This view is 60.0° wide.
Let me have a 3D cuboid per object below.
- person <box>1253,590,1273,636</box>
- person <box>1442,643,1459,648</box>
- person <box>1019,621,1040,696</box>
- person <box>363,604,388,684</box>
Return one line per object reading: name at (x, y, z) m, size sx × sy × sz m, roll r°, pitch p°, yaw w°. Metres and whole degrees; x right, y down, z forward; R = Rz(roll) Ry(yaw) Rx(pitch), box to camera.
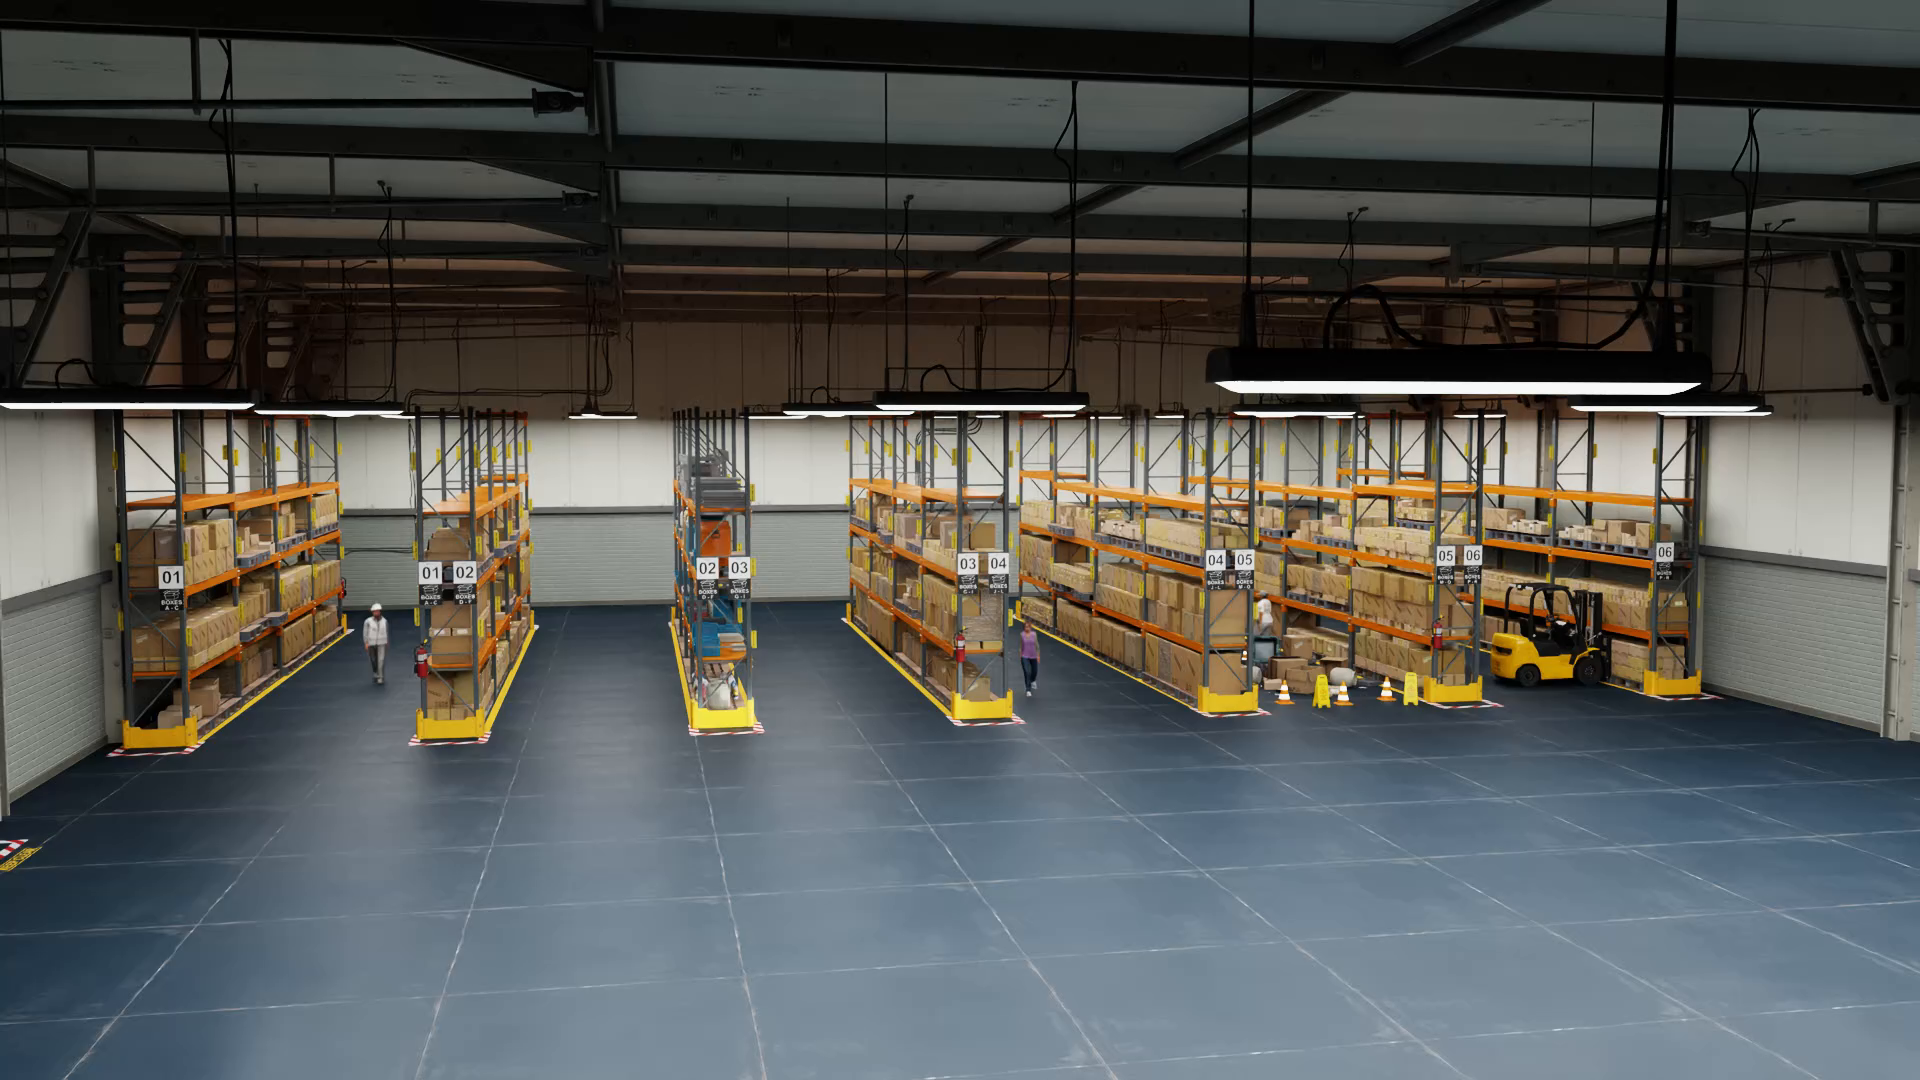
person at (7.322, 2.056, 40.169) m, size 0.529 × 1.699 × 0.424 m, roll -4°, pitch 6°, yaw -44°
person at (11.410, 2.092, 38.500) m, size 0.591 × 1.779 × 0.537 m, roll -2°, pitch 4°, yaw -25°
person at (1.455, 2.454, 34.905) m, size 0.442 × 1.559 × 0.852 m, roll 0°, pitch 4°, yaw -1°
person at (-12.821, 2.265, 36.472) m, size 0.504 × 1.721 × 1.084 m, roll -1°, pitch 4°, yaw -14°
